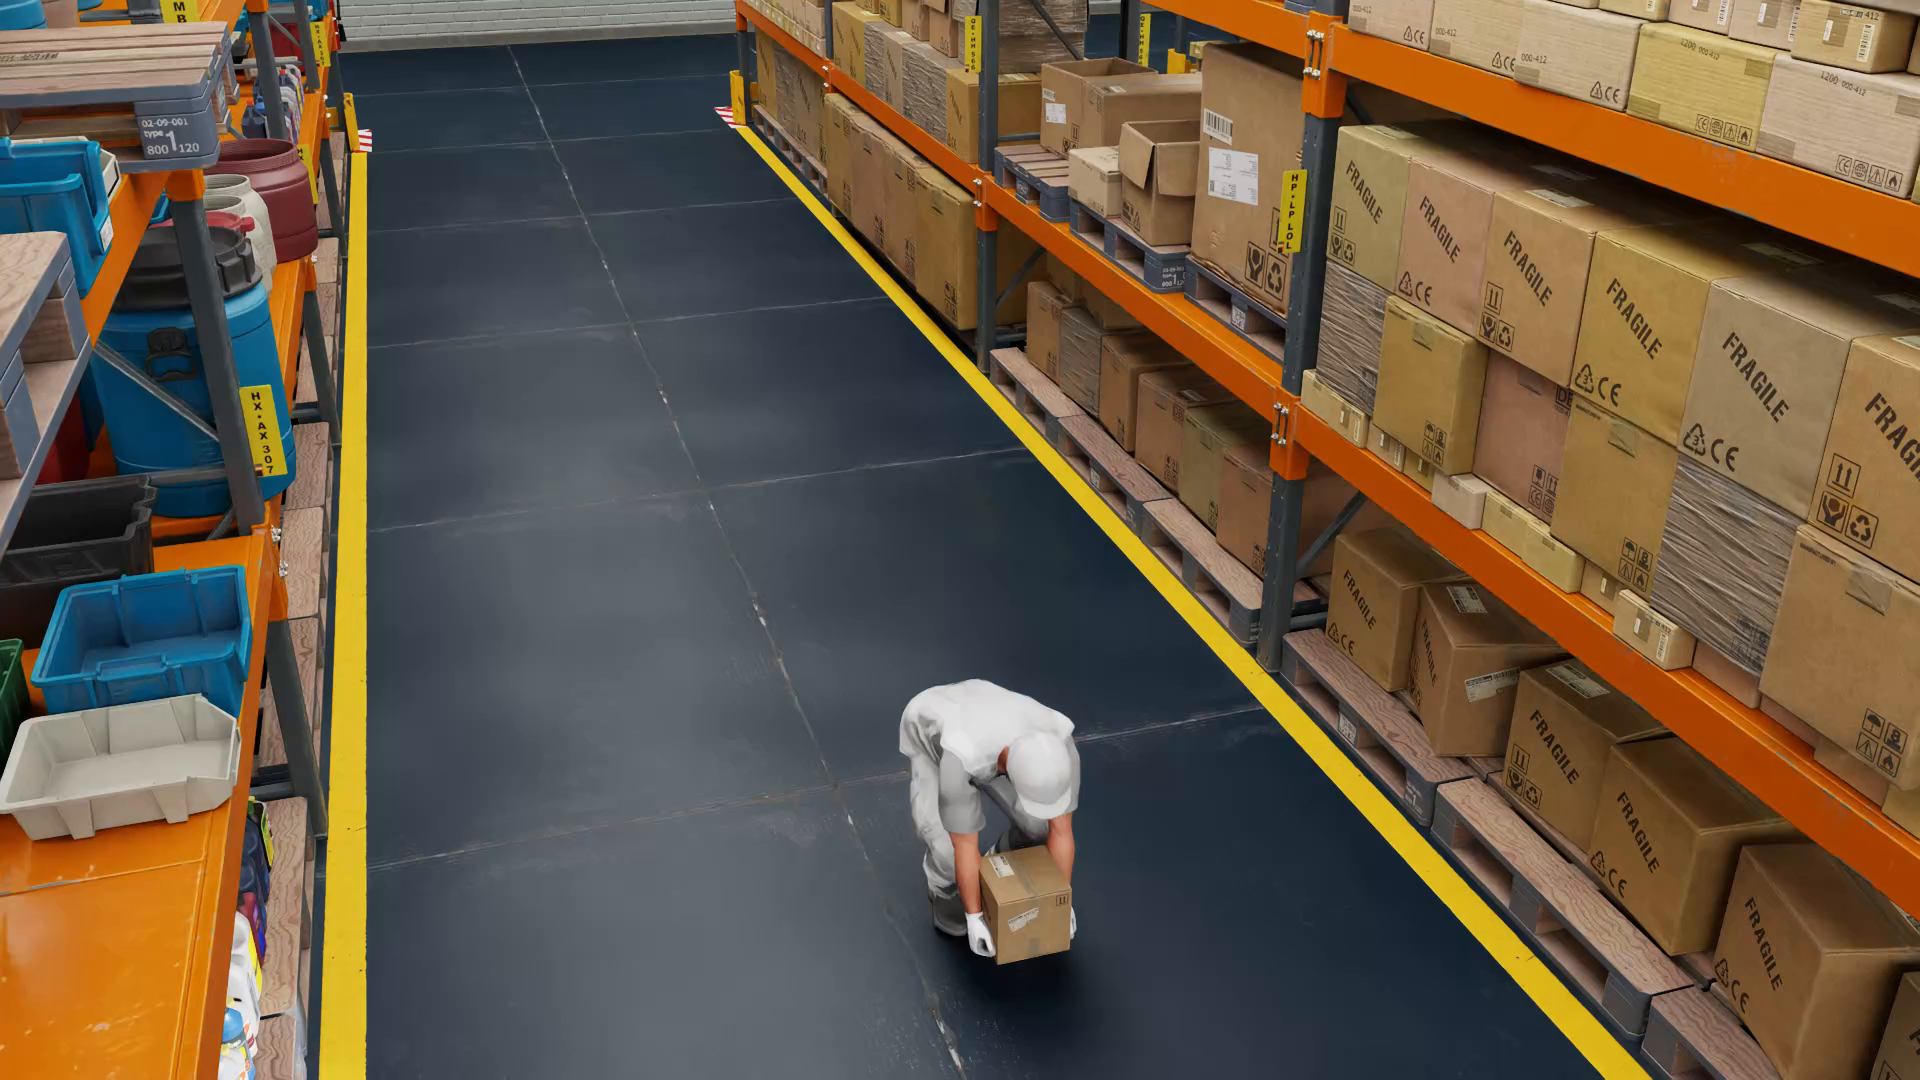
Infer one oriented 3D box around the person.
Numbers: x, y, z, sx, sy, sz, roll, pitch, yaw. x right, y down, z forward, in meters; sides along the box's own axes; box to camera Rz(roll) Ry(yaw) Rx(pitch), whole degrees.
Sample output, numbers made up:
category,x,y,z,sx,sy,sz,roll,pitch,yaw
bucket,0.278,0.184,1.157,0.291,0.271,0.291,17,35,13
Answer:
category,x,y,z,sx,sy,sz,roll,pitch,yaw
person,0.105,0.908,5.647,0.525,0.989,0.920,-9,27,-18
